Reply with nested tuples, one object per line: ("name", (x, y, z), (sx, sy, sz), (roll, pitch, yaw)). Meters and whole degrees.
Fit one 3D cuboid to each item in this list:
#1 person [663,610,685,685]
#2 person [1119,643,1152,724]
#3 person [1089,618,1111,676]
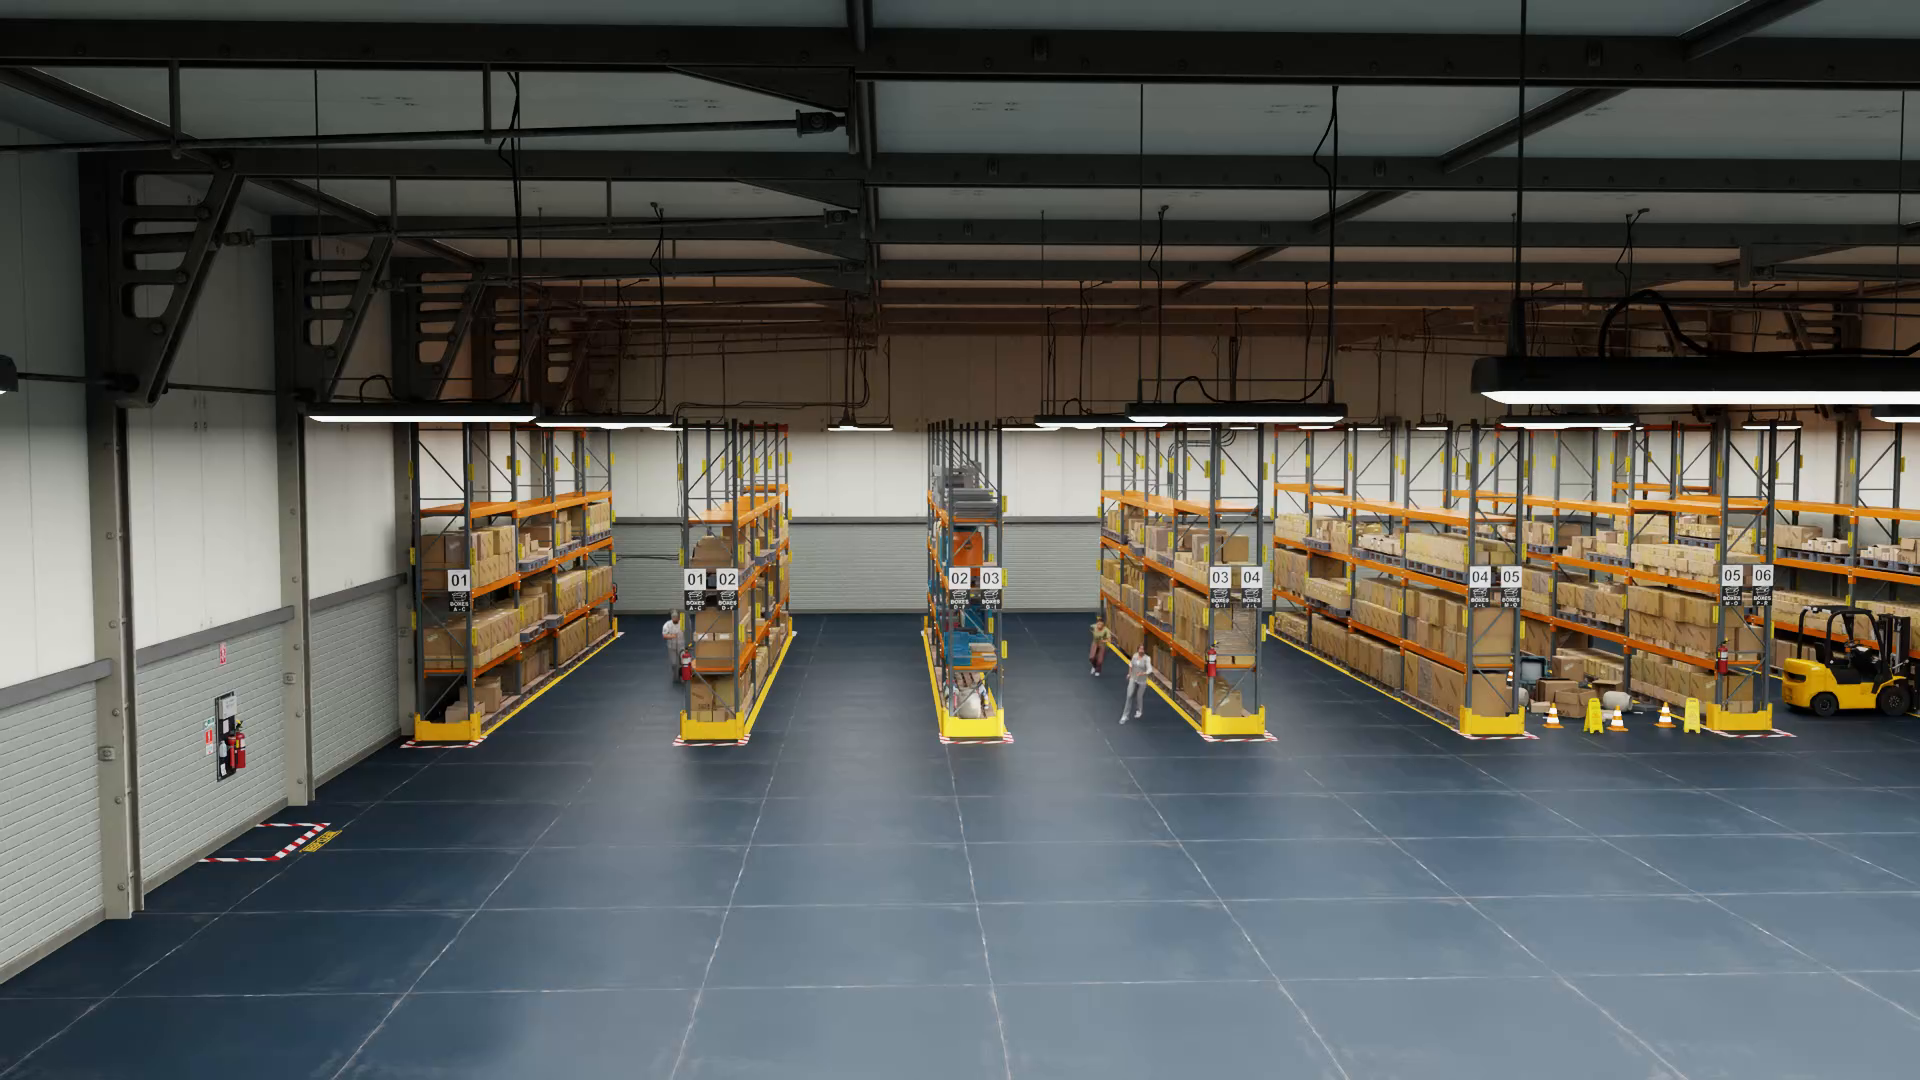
("person", (-6.488, 2.435, 38.042), (0.598, 1.727, 0.955), (0, 4, -7))
("person", (3.530, 2.807, 32.884), (0.587, 1.570, 0.813), (1, 4, 19))
("person", (3.264, 2.504, 38.878), (0.581, 1.435, 0.933), (1, 4, 13))
